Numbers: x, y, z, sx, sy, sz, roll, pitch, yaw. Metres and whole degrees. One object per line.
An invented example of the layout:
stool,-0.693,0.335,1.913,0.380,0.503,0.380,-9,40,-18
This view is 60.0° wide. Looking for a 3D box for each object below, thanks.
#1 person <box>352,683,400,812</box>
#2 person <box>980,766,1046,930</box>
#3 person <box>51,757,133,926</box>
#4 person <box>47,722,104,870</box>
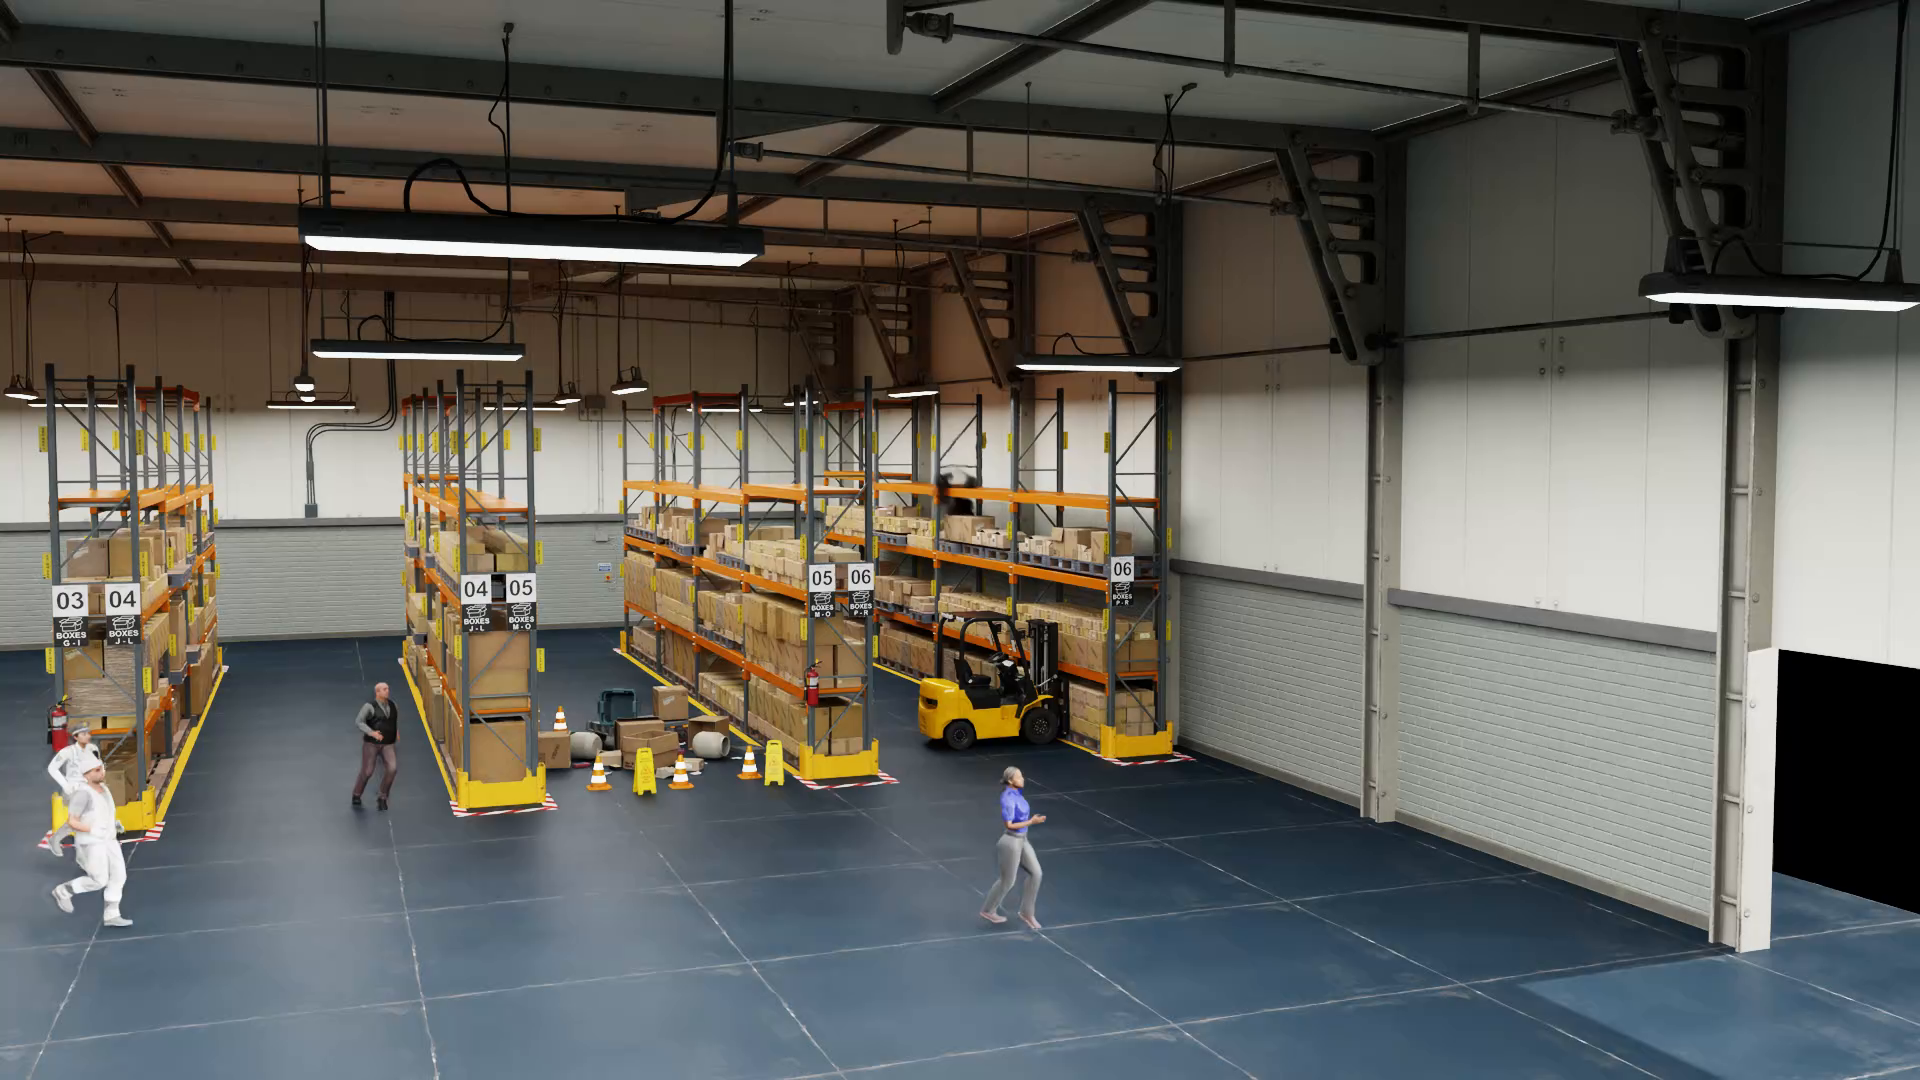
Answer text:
person,-7.962,2.826,22.833,0.709,1.740,0.696,-3,5,-44
person,0.560,3.178,17.107,0.714,1.715,0.556,1,4,21
person,-8.953,3.119,17.196,0.818,1.758,0.653,0,3,5
person,-10.497,3.006,19.780,0.771,1.731,0.617,1,4,22
